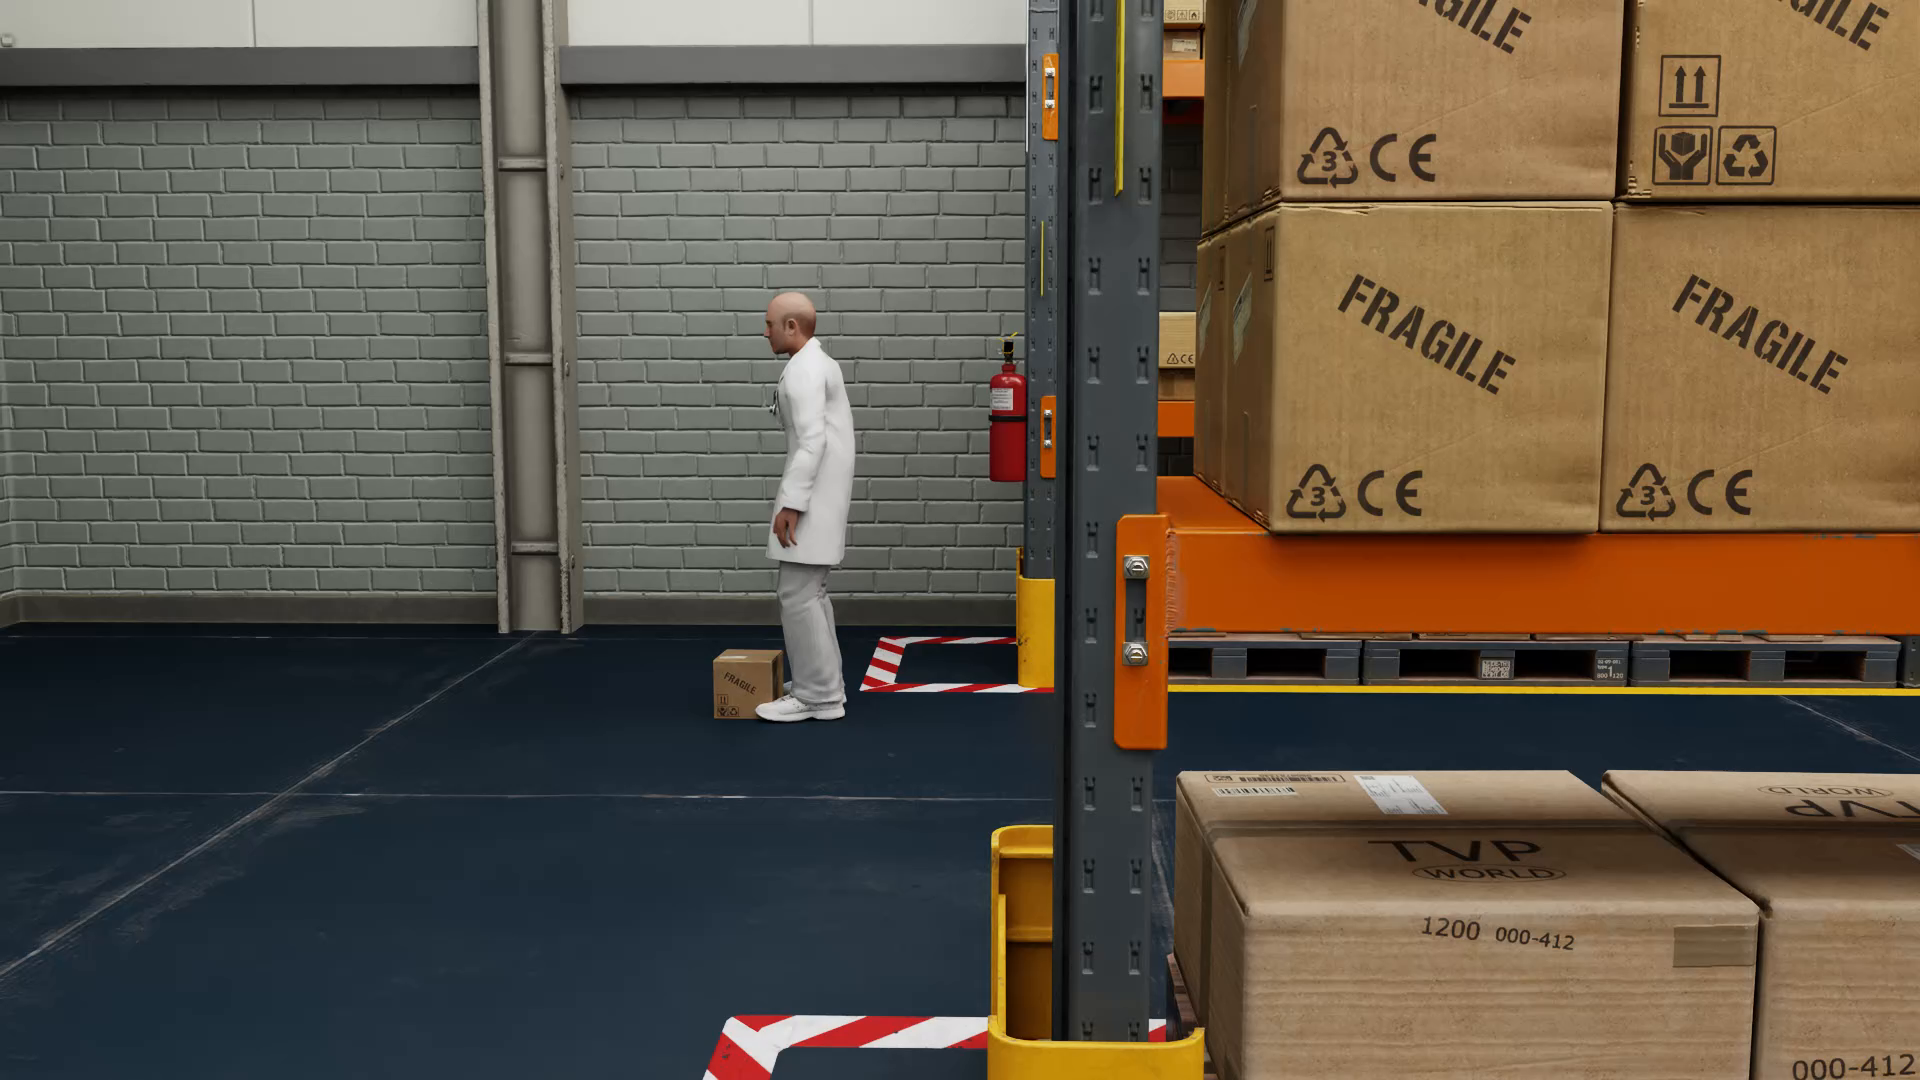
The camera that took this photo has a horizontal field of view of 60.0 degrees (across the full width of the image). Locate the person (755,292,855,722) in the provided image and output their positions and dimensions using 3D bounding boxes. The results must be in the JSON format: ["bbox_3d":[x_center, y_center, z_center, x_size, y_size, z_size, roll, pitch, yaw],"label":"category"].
[{"bbox_3d":[-0.652,-0.144,6.984,0.420,1.774,0.644,0,7,2],"label":"person"}]
